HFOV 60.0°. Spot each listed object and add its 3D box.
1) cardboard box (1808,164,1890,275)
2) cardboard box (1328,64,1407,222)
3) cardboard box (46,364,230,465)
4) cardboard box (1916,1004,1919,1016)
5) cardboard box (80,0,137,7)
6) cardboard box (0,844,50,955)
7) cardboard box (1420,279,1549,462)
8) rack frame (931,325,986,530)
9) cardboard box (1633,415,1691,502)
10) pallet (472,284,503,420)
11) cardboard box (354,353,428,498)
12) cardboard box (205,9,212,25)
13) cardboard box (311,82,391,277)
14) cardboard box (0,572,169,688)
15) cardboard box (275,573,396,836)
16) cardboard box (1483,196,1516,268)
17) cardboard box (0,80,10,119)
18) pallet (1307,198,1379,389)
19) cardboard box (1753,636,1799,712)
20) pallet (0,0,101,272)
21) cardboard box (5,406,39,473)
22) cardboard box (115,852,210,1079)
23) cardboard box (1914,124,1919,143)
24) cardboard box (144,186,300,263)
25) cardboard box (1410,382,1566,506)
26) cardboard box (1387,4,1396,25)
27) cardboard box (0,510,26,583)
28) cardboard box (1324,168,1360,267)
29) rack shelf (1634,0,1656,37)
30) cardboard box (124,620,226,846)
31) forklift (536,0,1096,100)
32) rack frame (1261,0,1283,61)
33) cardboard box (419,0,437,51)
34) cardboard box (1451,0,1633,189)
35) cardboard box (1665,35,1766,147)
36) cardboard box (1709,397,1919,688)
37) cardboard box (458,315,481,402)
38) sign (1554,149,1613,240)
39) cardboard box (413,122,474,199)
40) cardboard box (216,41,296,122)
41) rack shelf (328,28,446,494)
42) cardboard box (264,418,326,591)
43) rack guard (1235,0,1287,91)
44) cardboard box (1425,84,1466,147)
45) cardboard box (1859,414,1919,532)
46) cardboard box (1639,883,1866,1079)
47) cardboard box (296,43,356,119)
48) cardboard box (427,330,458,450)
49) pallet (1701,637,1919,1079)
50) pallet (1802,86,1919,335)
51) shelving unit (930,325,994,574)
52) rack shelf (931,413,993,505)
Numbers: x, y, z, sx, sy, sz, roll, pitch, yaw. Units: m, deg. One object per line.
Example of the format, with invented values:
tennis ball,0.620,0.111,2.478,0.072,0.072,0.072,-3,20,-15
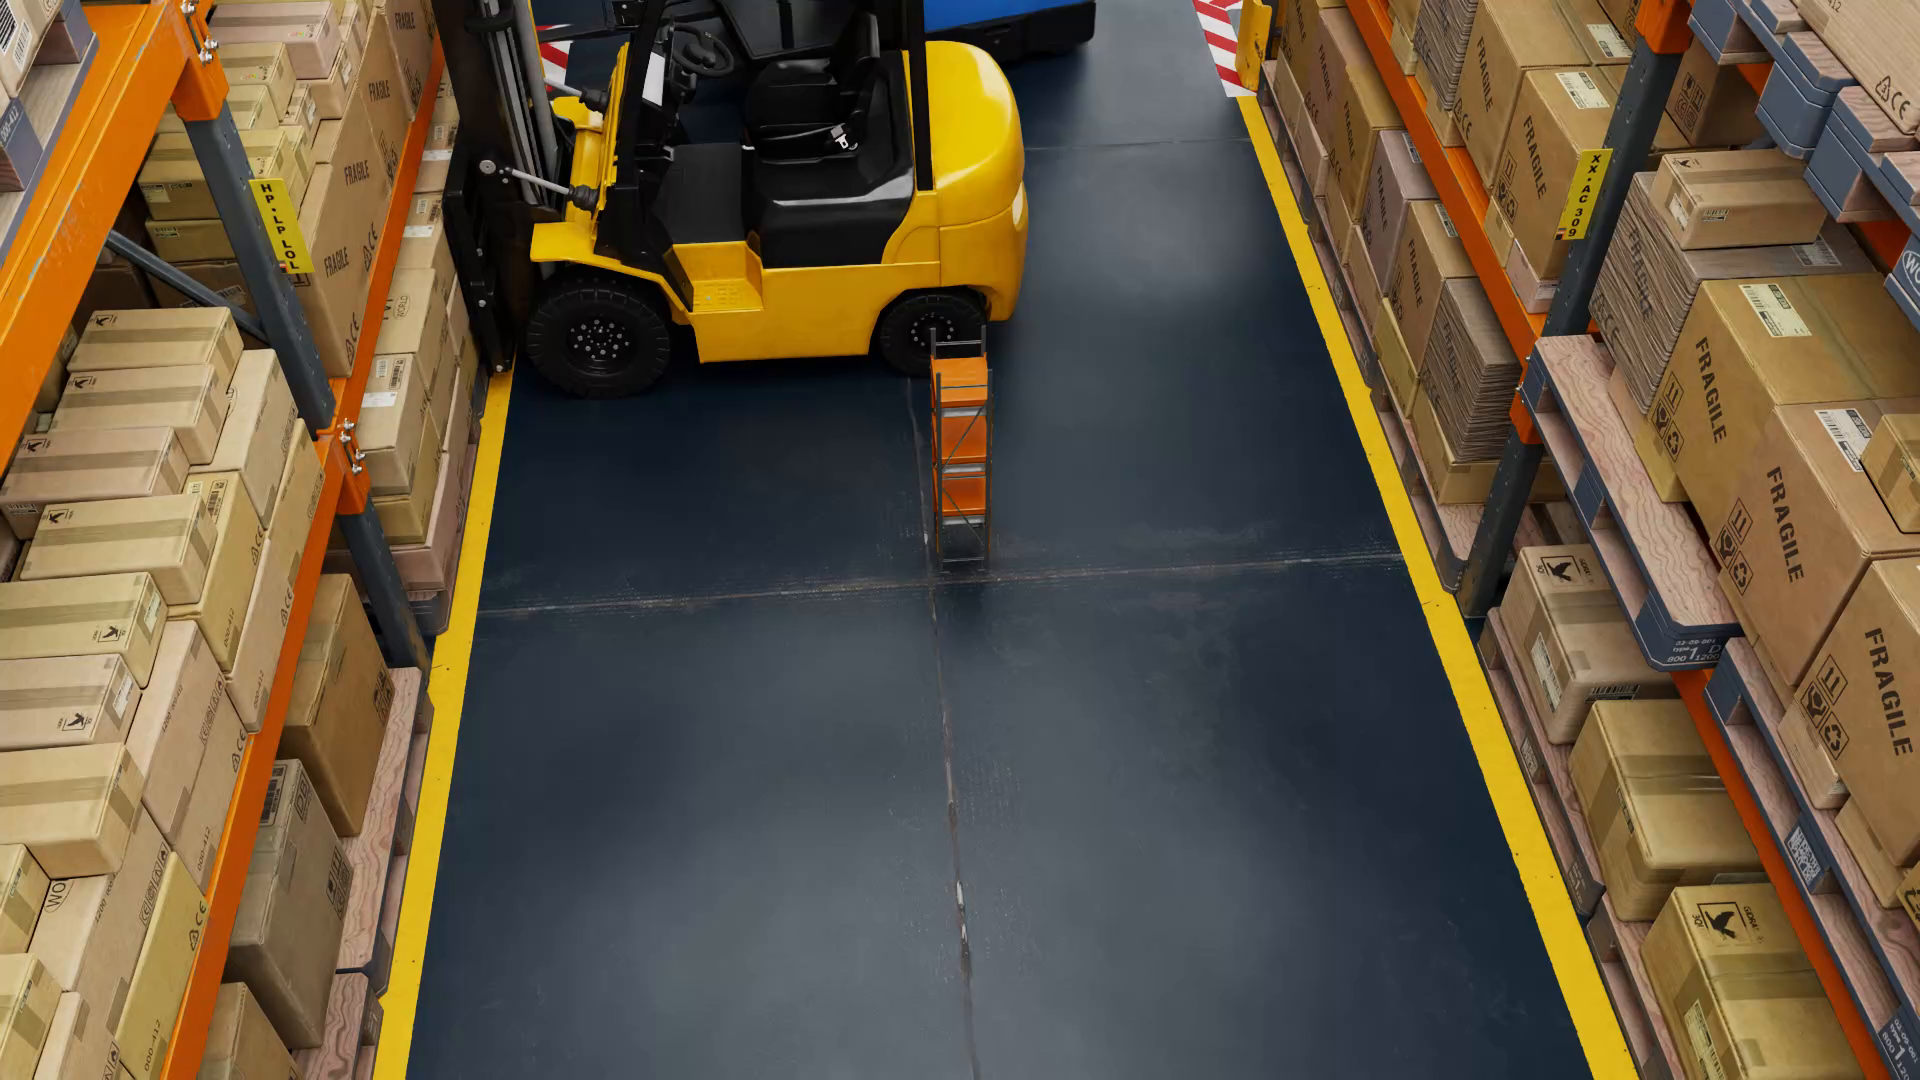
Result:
cardboard box,2.717,-0.756,4.837,0.500,0.500,0.500,-4,47,-4
cardboard box,1.991,-1.787,7.464,0.500,0.500,0.500,-3,47,-3
cardboard box,-2.207,-0.329,4.480,0.380,0.149,0.250,-4,47,-4
cardboard box,2.312,1.068,3.556,0.380,0.149,0.250,-3,47,-3
cardboard box,-2.925,-1.804,5.672,0.380,0.149,0.250,-4,47,-4
cardboard box,-2.132,0.782,3.428,0.380,0.149,0.250,-3,47,-3
cardboard box,2.132,-0.664,6.401,0.500,0.500,0.500,-4,47,-4
rack frame,-0.006,-0.411,6.416,0.200,1.050,0.008,-3,47,-3
cardboard box,2.193,-0.253,4.807,0.380,0.149,0.250,-3,47,-2
pallet,-2.627,-0.995,7.546,1.003,0.211,1.213,-3,47,-3
cardboard box,-2.225,-0.402,5.981,0.500,0.250,0.500,-4,47,-4
cardboard box,-2.892,-1.899,5.967,0.380,0.149,0.250,-4,47,-4
cardboard box,-2.334,-1.238,5.787,0.500,0.500,0.500,-3,47,-3
cardboard box,-2.126,0.227,3.953,0.380,0.149,0.250,-4,47,-4
cardboard box,-2.442,0.558,5.502,0.875,0.625,0.625,-2,47,-2
cardboard box,2.091,-1.103,5.901,0.380,0.149,0.250,-3,47,-2
cardboard box,-2.102,-0.837,3.226,0.380,0.149,0.250,-4,47,-3
pallet,2.252,-1.205,7.746,1.003,0.211,1.213,-3,47,-3
cardboard box,2.291,0.315,4.269,0.380,0.149,0.250,-3,47,-3
pallet,-2.410,-0.819,3.525,0.805,0.209,1.217,-5,47,-5
cardboard box,-2.711,-0.284,4.437,0.380,0.149,0.250,-5,47,-5
cardboard box,-2.084,1.007,3.833,0.500,0.250,0.500,-2,47,-2
cardboard box,2.206,-0.742,3.135,0.500,0.250,0.500,-4,47,-4
cardboard box,-2.261,-0.995,5.110,0.380,0.149,0.250,-4,47,-4
cardboard box,2.132,-0.405,6.673,0.500,0.250,0.500,-2,47,-1
cardboard box,2.018,-2.214,6.954,0.380,0.149,0.250,-5,47,-4
cardboard box,-2.678,0.136,4.314,0.500,0.250,0.500,-4,47,-4
cardboard box,2.000,-1.524,7.732,0.500,0.250,0.500,-1,47,-1
rack shelf,2.282,-3.026,5.980,1.077,0.370,4.000,-3,47,-3
cardboard box,-2.114,0.471,3.997,0.500,0.250,0.500,-3,47,-3
forklift,-0.819,-3.739,8.273,3.031,2.935,1.130,-15,48,-14
rack frame,2.114,-3.689,8.178,1.000,3.000,0.127,-3,47,-3
cardboard box,-2.451,-2.332,6.824,0.500,0.500,0.500,-4,47,-4
cardboard box,2.114,-1.610,5.935,0.500,0.500,0.500,-2,47,-2
cardboard box,2.628,-1.607,5.244,0.700,0.500,0.500,-4,47,-4
cardboard box,2.273,0.001,4.120,0.500,0.500,0.500,-4,47,-4
cardboard box,-2.324,-0.797,7.043,0.500,0.250,0.500,-3,47,-3
sign,1.909,-1.054,5.086,0.100,0.325,0.005,-3,47,-3
cardboard box,-2.347,-1.513,7.033,0.500,0.250,0.500,-4,47,-4
cardboard box,-2.370,-1.467,5.353,0.380,0.149,0.250,-4,47,-4
rack shelf,-2.664,-1.690,6.780,1.077,0.370,4.000,-3,47,-3
cardboard box,-2.194,-0.090,4.873,0.500,0.250,0.500,-3,47,-2
rack guard,2.121,-2.775,9.033,1.175,0.500,0.348,-3,47,-3
cardboard box,2.030,-1.658,6.427,0.380,0.149,0.250,-4,47,-4
cardboard box,2.330,-0.158,3.824,0.380,0.149,0.250,-1,47,-1
cardboard box,2.619,1.366,4.911,0.950,0.372,0.625,-2,47,-2
cardboard box,-2.281,-1.552,5.638,0.380,0.149,0.250,-3,47,-2
cardboard box,-2.274,-0.595,6.507,0.500,0.250,0.500,-4,47,-4
pallet,2.578,0.735,4.120,1.003,0.211,1.213,-3,47,-3
pallet,2.485,-0.559,3.277,1.213,0.211,1.003,-3,47,-3
shelving unit,0.005,-0.322,6.332,0.215,1.050,0.252,-3,47,-3
rack shelf,0.005,-0.315,6.340,0.215,0.259,0.240,-3,47,-3
